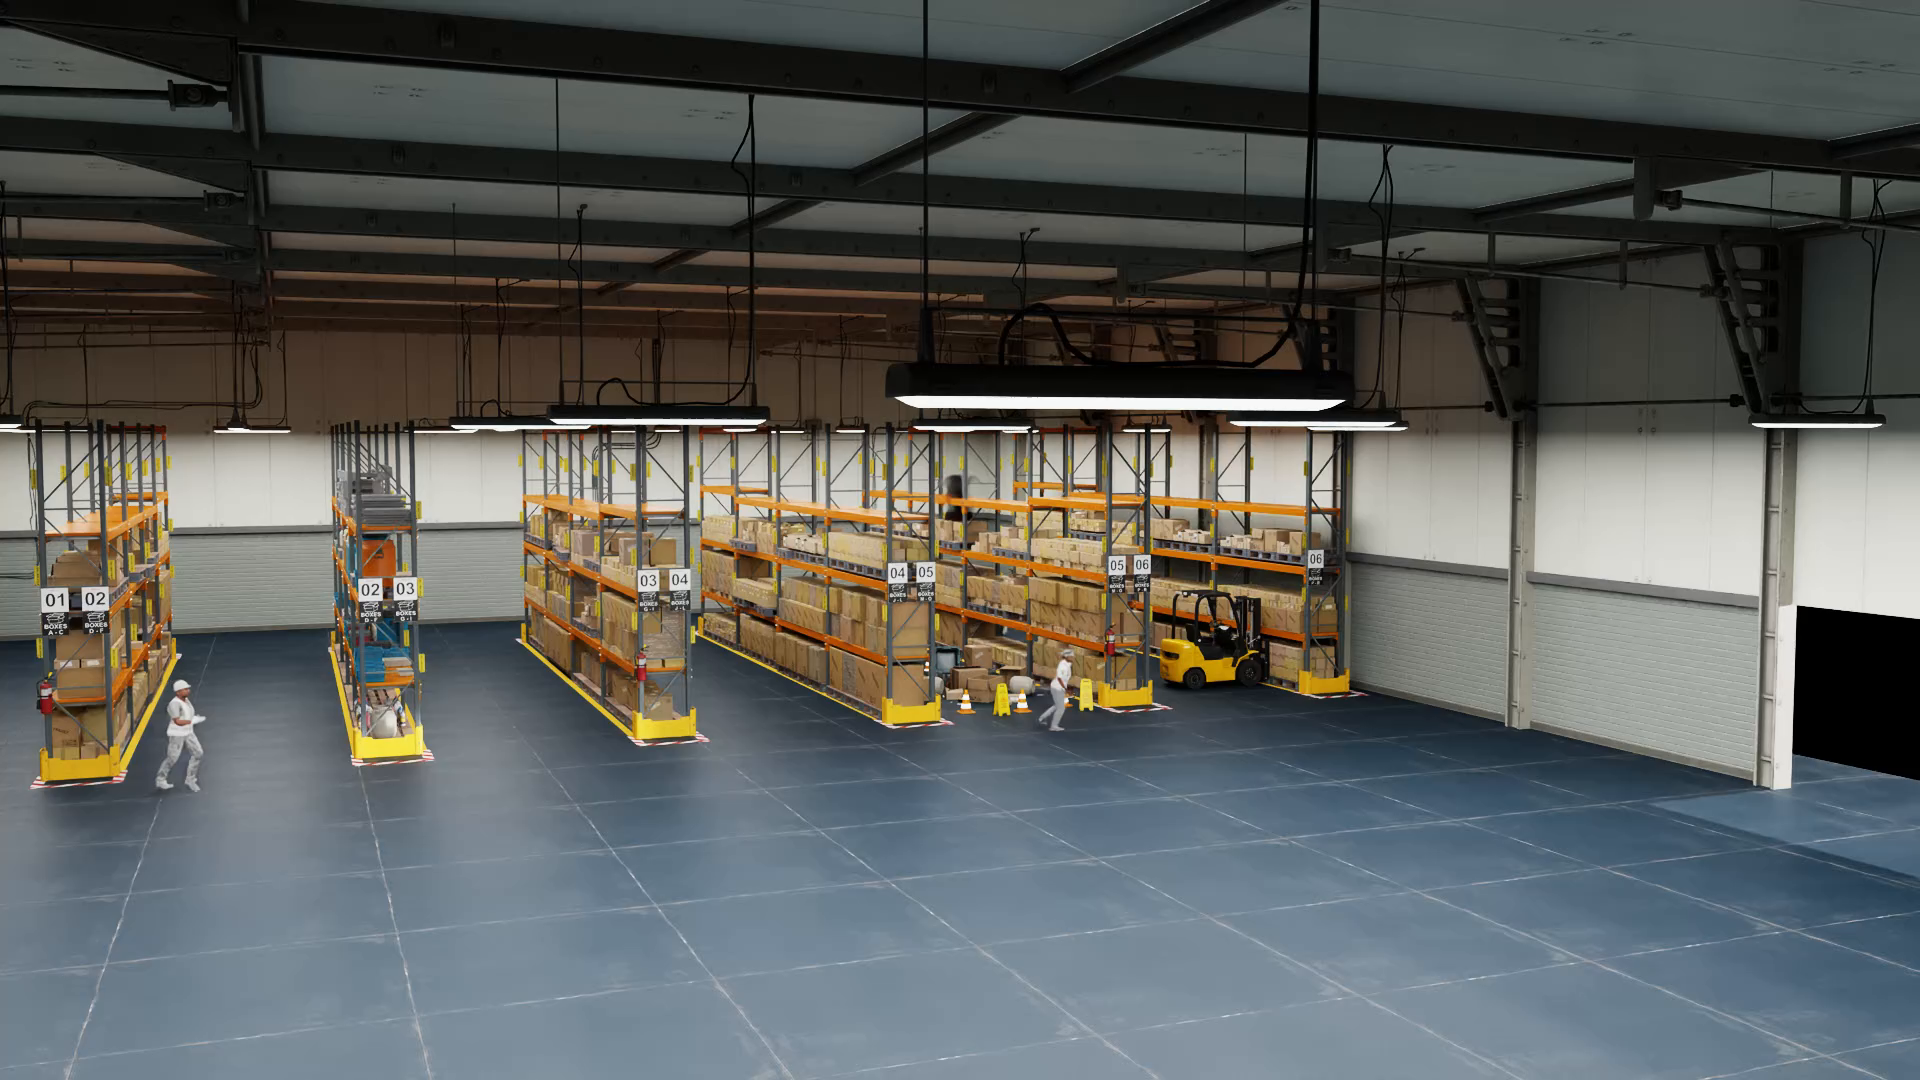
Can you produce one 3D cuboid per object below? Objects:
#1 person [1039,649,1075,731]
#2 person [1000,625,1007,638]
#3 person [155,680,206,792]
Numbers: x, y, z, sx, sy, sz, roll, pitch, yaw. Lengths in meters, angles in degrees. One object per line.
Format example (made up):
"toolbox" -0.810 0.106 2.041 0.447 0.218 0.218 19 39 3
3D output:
"person" 1.880 2.903 32.288 0.719 1.603 0.553 1 4 12
"person" 1.146 2.034 46.921 0.547 1.524 0.488 -3 4 -36
"person" -12.497 3.165 26.701 0.856 1.835 0.647 0 4 4
